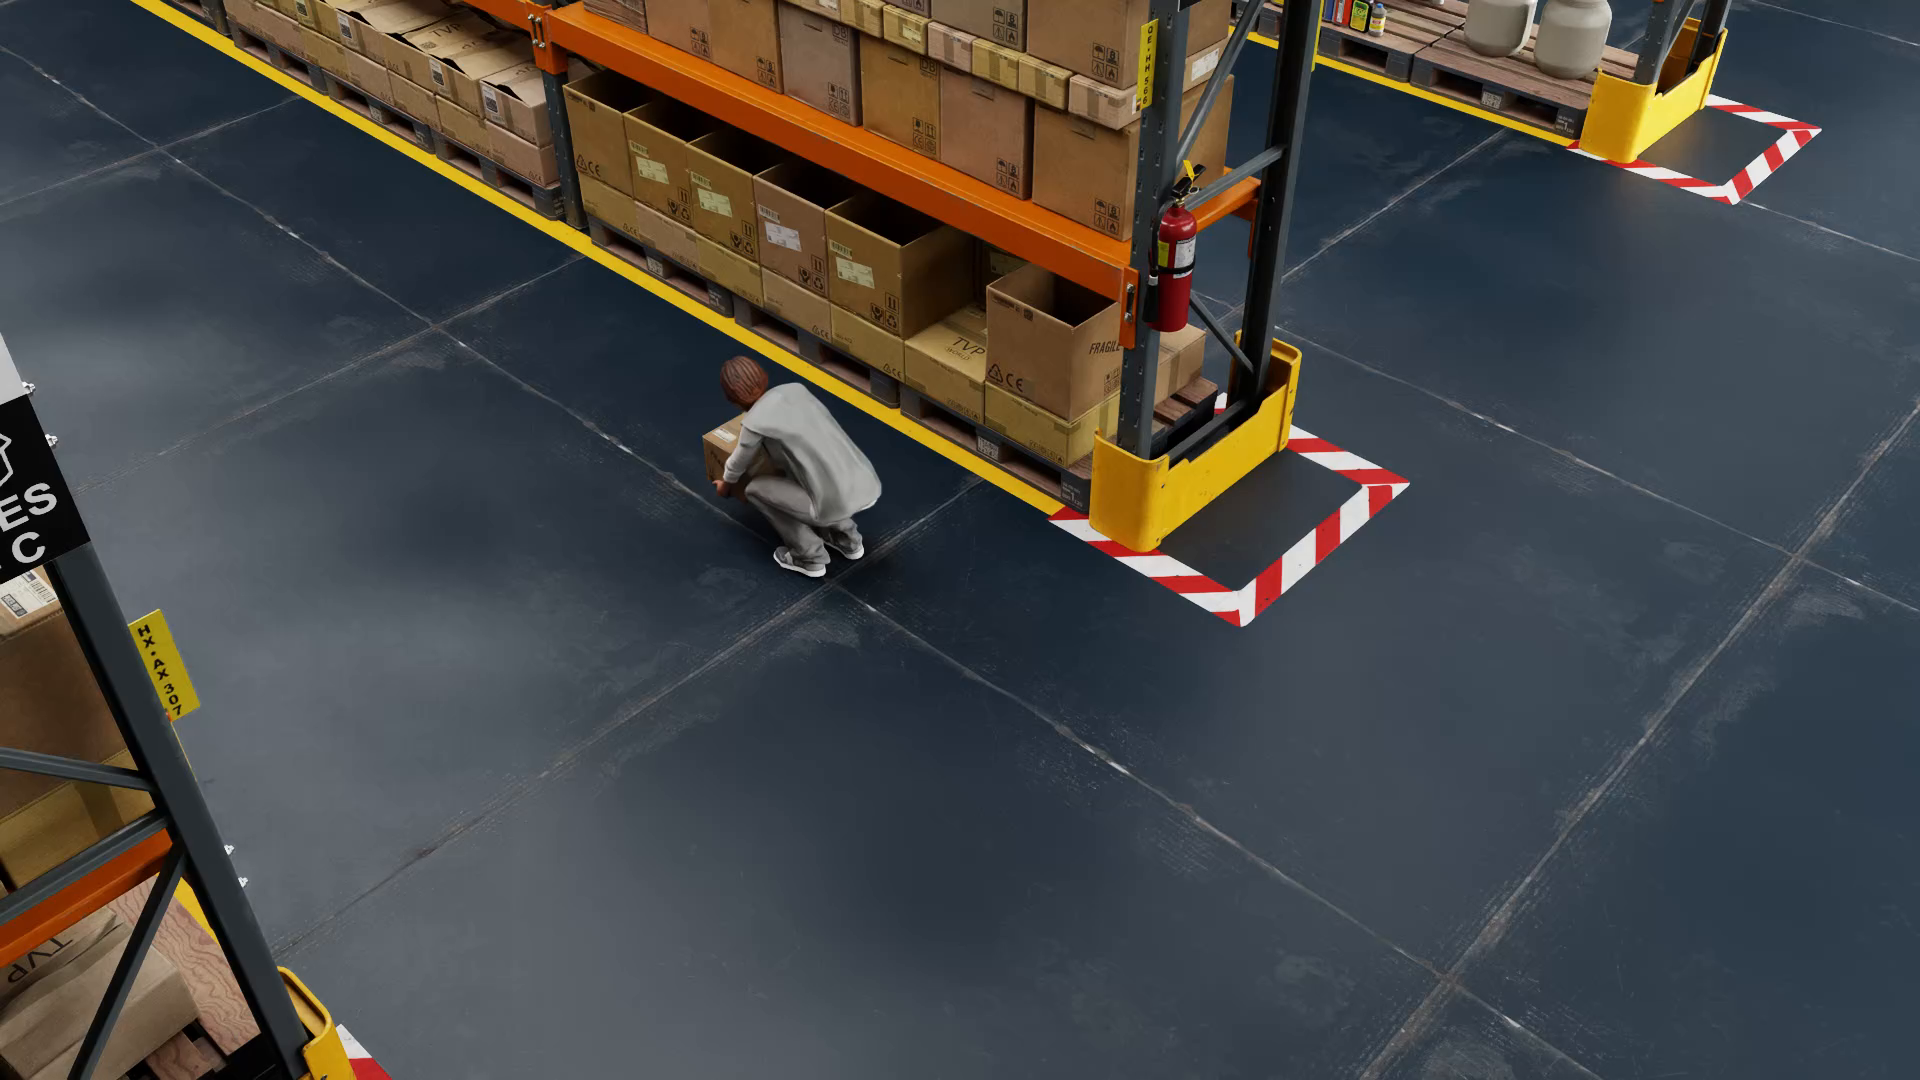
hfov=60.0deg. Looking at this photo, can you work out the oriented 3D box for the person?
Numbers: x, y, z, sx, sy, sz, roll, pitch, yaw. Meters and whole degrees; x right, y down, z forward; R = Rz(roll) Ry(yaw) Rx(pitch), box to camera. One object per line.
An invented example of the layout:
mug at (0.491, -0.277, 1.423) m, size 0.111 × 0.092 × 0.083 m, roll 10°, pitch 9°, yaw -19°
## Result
person at (-0.702, -0.311, 7.089) m, size 0.821 × 0.897 × 0.423 m, roll 29°, pitch 48°, yaw 30°
